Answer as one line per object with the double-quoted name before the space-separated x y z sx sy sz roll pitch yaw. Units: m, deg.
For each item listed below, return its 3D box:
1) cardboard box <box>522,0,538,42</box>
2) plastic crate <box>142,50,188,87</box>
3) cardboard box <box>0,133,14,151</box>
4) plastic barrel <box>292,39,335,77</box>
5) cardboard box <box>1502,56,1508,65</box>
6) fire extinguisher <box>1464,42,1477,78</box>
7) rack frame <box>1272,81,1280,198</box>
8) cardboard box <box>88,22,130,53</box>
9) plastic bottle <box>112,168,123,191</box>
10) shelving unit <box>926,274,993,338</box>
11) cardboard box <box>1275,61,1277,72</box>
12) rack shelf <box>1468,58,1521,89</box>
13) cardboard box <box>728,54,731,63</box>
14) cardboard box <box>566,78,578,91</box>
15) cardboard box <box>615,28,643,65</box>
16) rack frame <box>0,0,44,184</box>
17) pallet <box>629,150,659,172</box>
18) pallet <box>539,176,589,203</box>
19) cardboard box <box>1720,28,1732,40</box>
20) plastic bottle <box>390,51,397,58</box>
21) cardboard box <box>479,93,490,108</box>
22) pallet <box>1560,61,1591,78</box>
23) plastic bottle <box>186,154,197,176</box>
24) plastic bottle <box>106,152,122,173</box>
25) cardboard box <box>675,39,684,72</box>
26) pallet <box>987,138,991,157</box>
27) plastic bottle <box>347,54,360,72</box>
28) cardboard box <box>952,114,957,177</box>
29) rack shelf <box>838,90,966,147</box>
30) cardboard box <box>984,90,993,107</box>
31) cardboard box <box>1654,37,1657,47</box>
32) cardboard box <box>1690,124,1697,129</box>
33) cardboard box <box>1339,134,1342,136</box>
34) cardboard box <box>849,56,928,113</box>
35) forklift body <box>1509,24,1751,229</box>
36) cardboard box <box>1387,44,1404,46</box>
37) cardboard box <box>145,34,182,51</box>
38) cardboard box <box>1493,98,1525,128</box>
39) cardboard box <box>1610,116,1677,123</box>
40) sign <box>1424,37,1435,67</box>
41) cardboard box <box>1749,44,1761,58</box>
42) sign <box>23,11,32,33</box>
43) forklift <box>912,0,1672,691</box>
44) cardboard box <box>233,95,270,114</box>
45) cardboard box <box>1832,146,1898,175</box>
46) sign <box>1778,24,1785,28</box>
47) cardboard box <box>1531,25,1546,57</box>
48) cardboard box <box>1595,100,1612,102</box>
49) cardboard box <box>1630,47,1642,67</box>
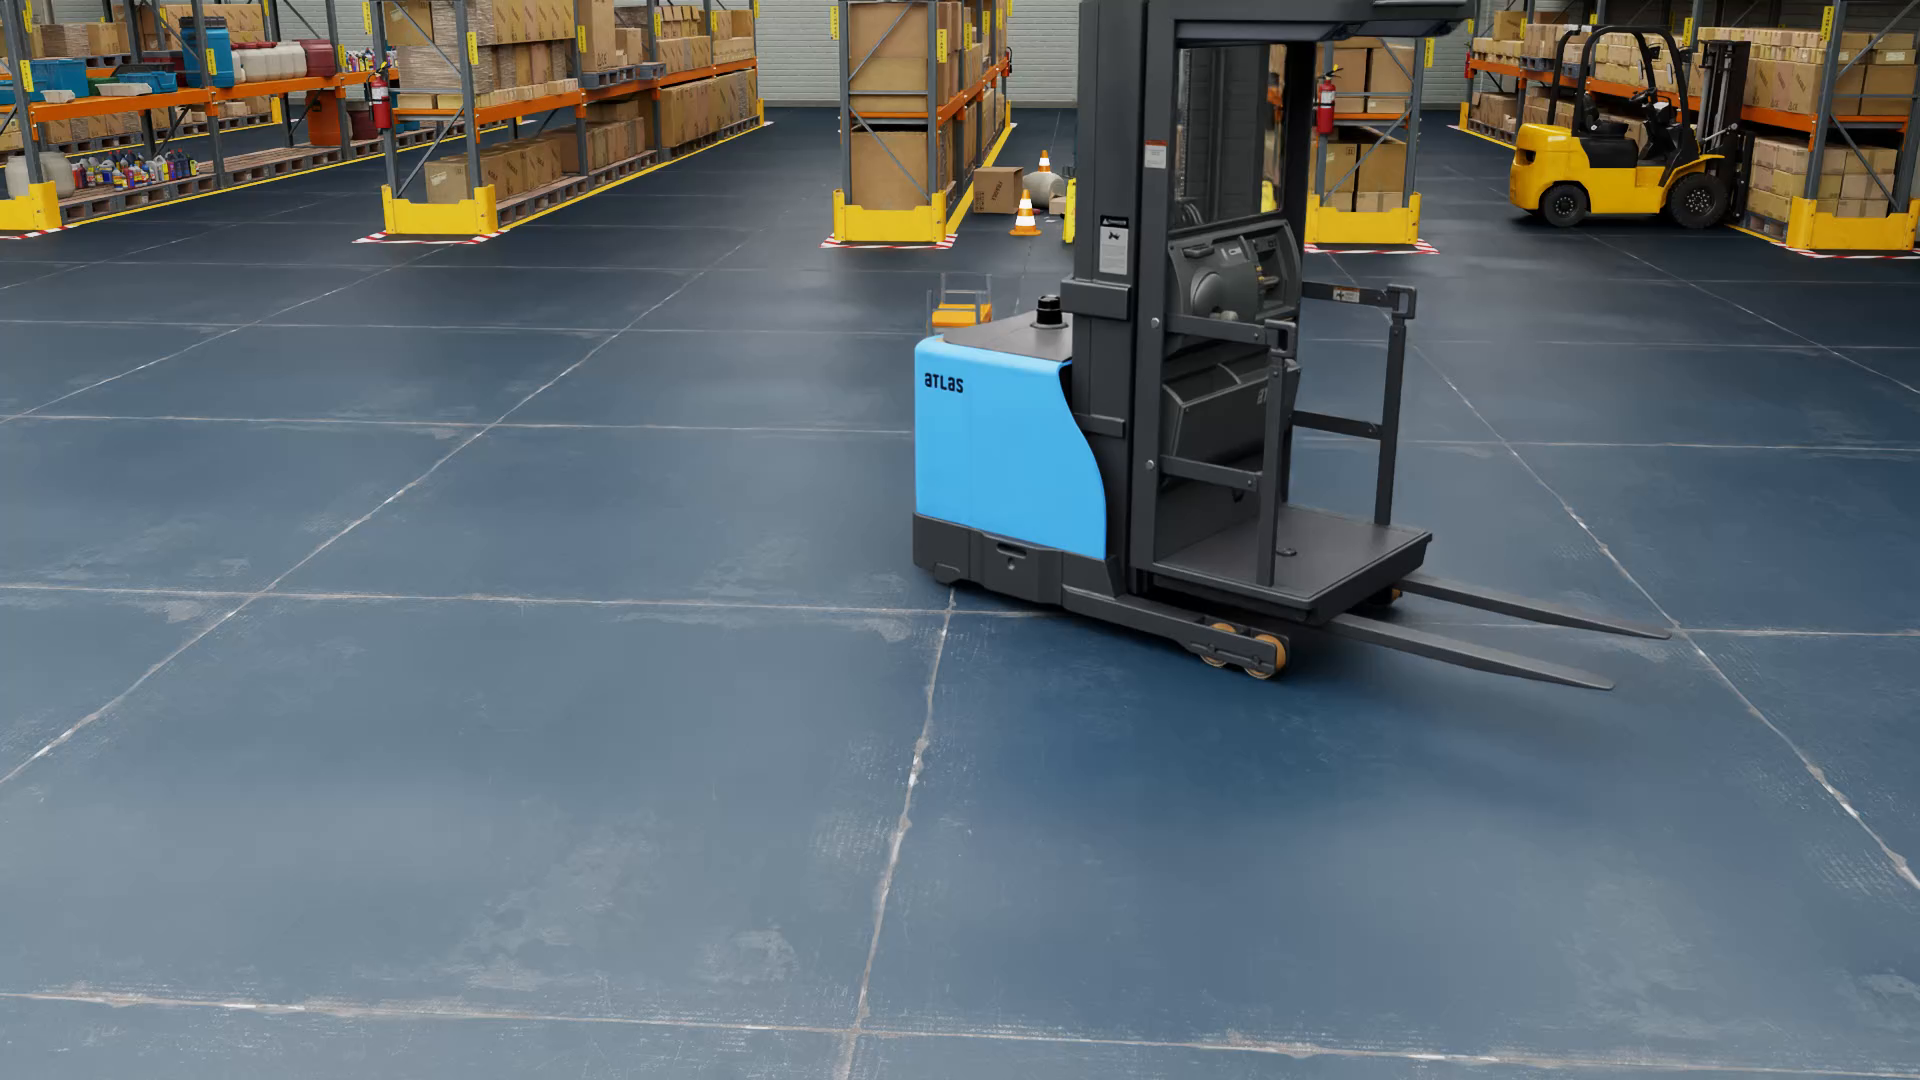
"cardboard box" -5.261 -6.075 19.401 0.500 0.500 0.500 1 18 4
"plastic crate" -10.604 -6.320 22.292 0.402 0.464 0.583 1 18 4
"cardboard box" -14.815 -6.051 25.313 0.500 0.250 0.500 1 18 3
"plastic barrel" -9.778 -7.289 25.132 0.600 0.536 0.708 1 18 4
"cardboard box" 9.815 -8.485 29.404 0.380 0.149 0.250 1 18 3
"fire extinguisher" 9.852 -9.260 32.090 0.296 0.674 0.183 1 18 4
"rack frame" 4.491 -5.801 20.810 1.000 3.000 0.127 1 18 4
"cardboard box" -14.957 -8.834 29.231 0.700 0.500 0.500 -5 19 -15
"plastic bottle" -10.179 -4.359 20.085 0.097 0.271 0.097 0 18 0
"shelving unit" 0.000 -0.624 7.901 0.258 1.200 0.503 2 18 6
"cardboard box" 4.290 -6.129 21.539 0.380 0.149 0.250 1 18 2
"rack shelf" 10.160 -8.455 30.066 1.077 0.370 4.000 1 18 4
"cardboard box" -4.394 -8.797 30.355 0.380 0.149 0.250 1 18 3
"cardboard box" -5.115 -5.830 21.300 0.380 0.149 0.250 1 18 4
"cardboard box" -5.045 -7.167 24.145 0.700 0.500 0.500 4 19 12
"rack frame" -10.620 -4.891 18.031 1.000 3.000 0.127 1 18 4
"pallet" -5.164 -5.697 24.970 1.003 0.211 1.213 1 18 4
"pallet" -5.406 -4.488 21.280 1.003 0.211 1.213 1 18 4
"cardboard box" 9.065 -5.856 19.297 0.380 0.149 0.250 2 18 5
"plastic bottle" -9.538 -8.117 28.077 0.152 0.276 0.135 1 18 4
"cardboard box" -5.385 -4.821 18.222 0.380 0.149 0.250 1 18 4
"pallet" 9.708 -7.055 24.944 1.213 0.211 1.003 1 18 4
"plastic bottle" -10.039 -4.894 21.698 0.061 0.283 0.133 2 18 7
"plastic bottle" -10.819 -4.783 21.251 0.144 0.351 0.185 1 18 2
"cardboard box" -4.732 -7.776 26.678 0.500 0.500 0.500 1 18 3
"pallet" -0.019 -6.418 27.171 1.003 0.211 1.213 1 18 4
"plastic bottle" -9.660 -7.587 26.460 0.152 0.276 0.135 1 18 4
"cardboard box" -0.498 -5.205 21.931 1.050 0.750 0.750 1 18 4
"rack shelf" -0.596 -4.917 19.268 1.077 0.370 4.000 1 18 4
"cardboard box" 0.269 -7.337 27.632 0.500 0.250 0.500 2 18 7
"cardboard box" 9.284 -6.478 21.674 0.380 0.149 0.250 1 18 3
"cardboard box" 9.095 -4.916 20.245 0.500 0.250 0.500 1 18 3
"cardboard box" 4.079 -4.381 19.014 0.500 0.500 0.500 1 18 3
"cardboard box" -0.758 -4.825 17.591 0.875 0.550 0.550 1 18 4
"forklift body" 7.472 -4.675 18.738 2.313 2.155 1.214 1 18 4
"cardboard box" 4.585 -5.208 18.361 0.500 0.500 0.500 1 18 3
"cardboard box" -14.392 -8.929 30.195 0.500 0.500 0.500 2 18 5
"cardboard box" 9.990 -7.655 29.808 0.700 0.500 0.500 1 18 2
"cardboard box" 9.632 -5.608 23.361 0.875 0.625 0.625 2 18 6
"sign" 4.746 -4.958 16.847 0.100 0.325 0.005 1 18 4
"cardboard box" 9.027 -5.474 18.610 0.380 0.149 0.250 1 18 3
"sign" -14.433 -8.026 25.740 0.100 0.325 0.005 1 18 4
"forklift" 1.252 -1.051 6.424 3.031 2.935 1.130 14 23 37
"cardboard box" -14.207 -8.818 33.326 0.500 0.500 0.500 1 18 4
"cardboard box" 9.379 -3.962 17.334 0.500 0.250 0.500 1 18 3
"sign" 9.996 -6.129 20.292 0.100 0.325 0.005 1 18 4
"cardboard box" 9.721 -8.117 27.043 0.700 0.500 0.500 1 18 5
"cardboard box" 10.227 -6.972 26.682 0.380 0.149 0.250 2 18 5
"cardboard box" 9.350 -6.491 22.353 0.500 0.250 0.500 2 18 5
